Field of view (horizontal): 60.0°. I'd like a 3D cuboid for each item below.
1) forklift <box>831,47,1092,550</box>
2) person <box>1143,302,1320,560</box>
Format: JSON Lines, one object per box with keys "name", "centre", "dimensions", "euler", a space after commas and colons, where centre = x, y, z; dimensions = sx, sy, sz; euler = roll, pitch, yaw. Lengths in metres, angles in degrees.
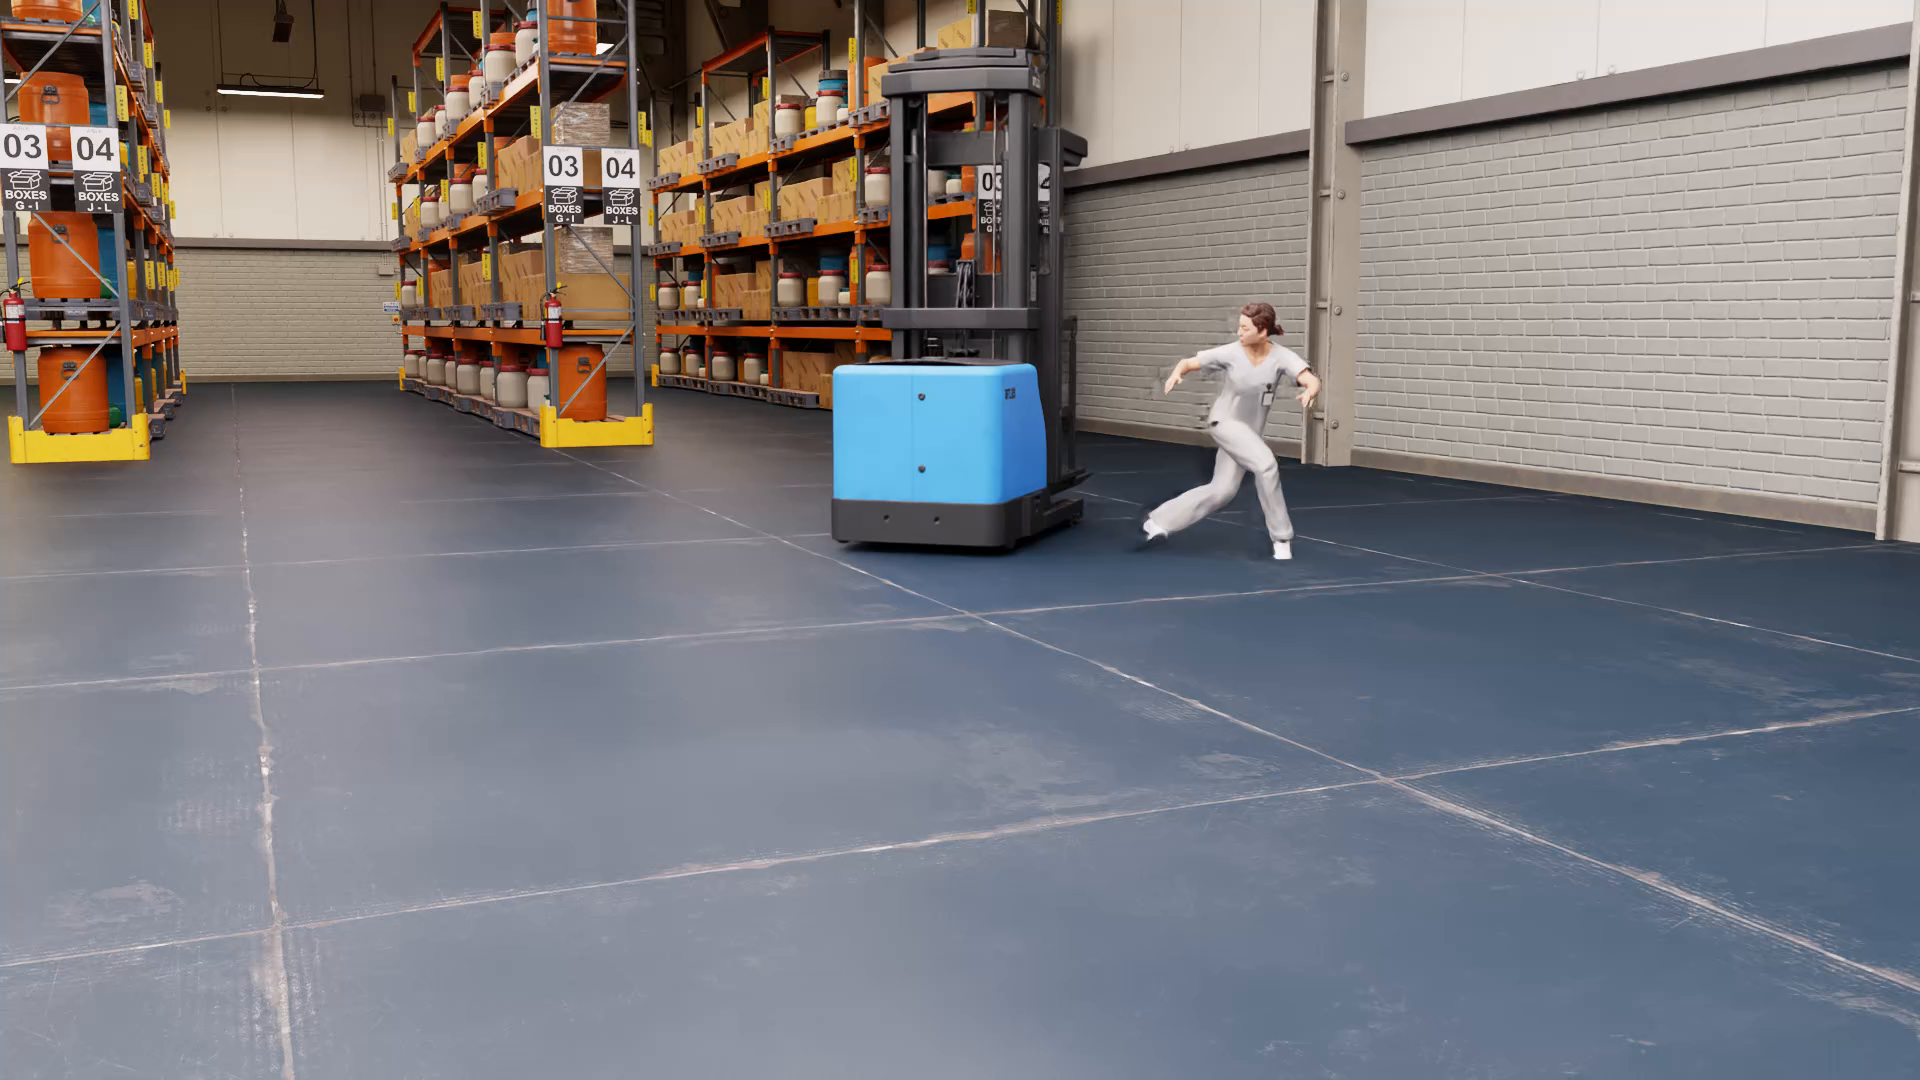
{"name": "forklift", "centre": [0.185, -1.550, 10.695], "dimensions": [1.130, 2.935, 3.031], "euler": [2, 8, 17]}
{"name": "person", "centre": [1.538, -0.609, 9.413], "dimensions": [0.827, 1.465, 1.040], "euler": [-3, 8, -23]}
